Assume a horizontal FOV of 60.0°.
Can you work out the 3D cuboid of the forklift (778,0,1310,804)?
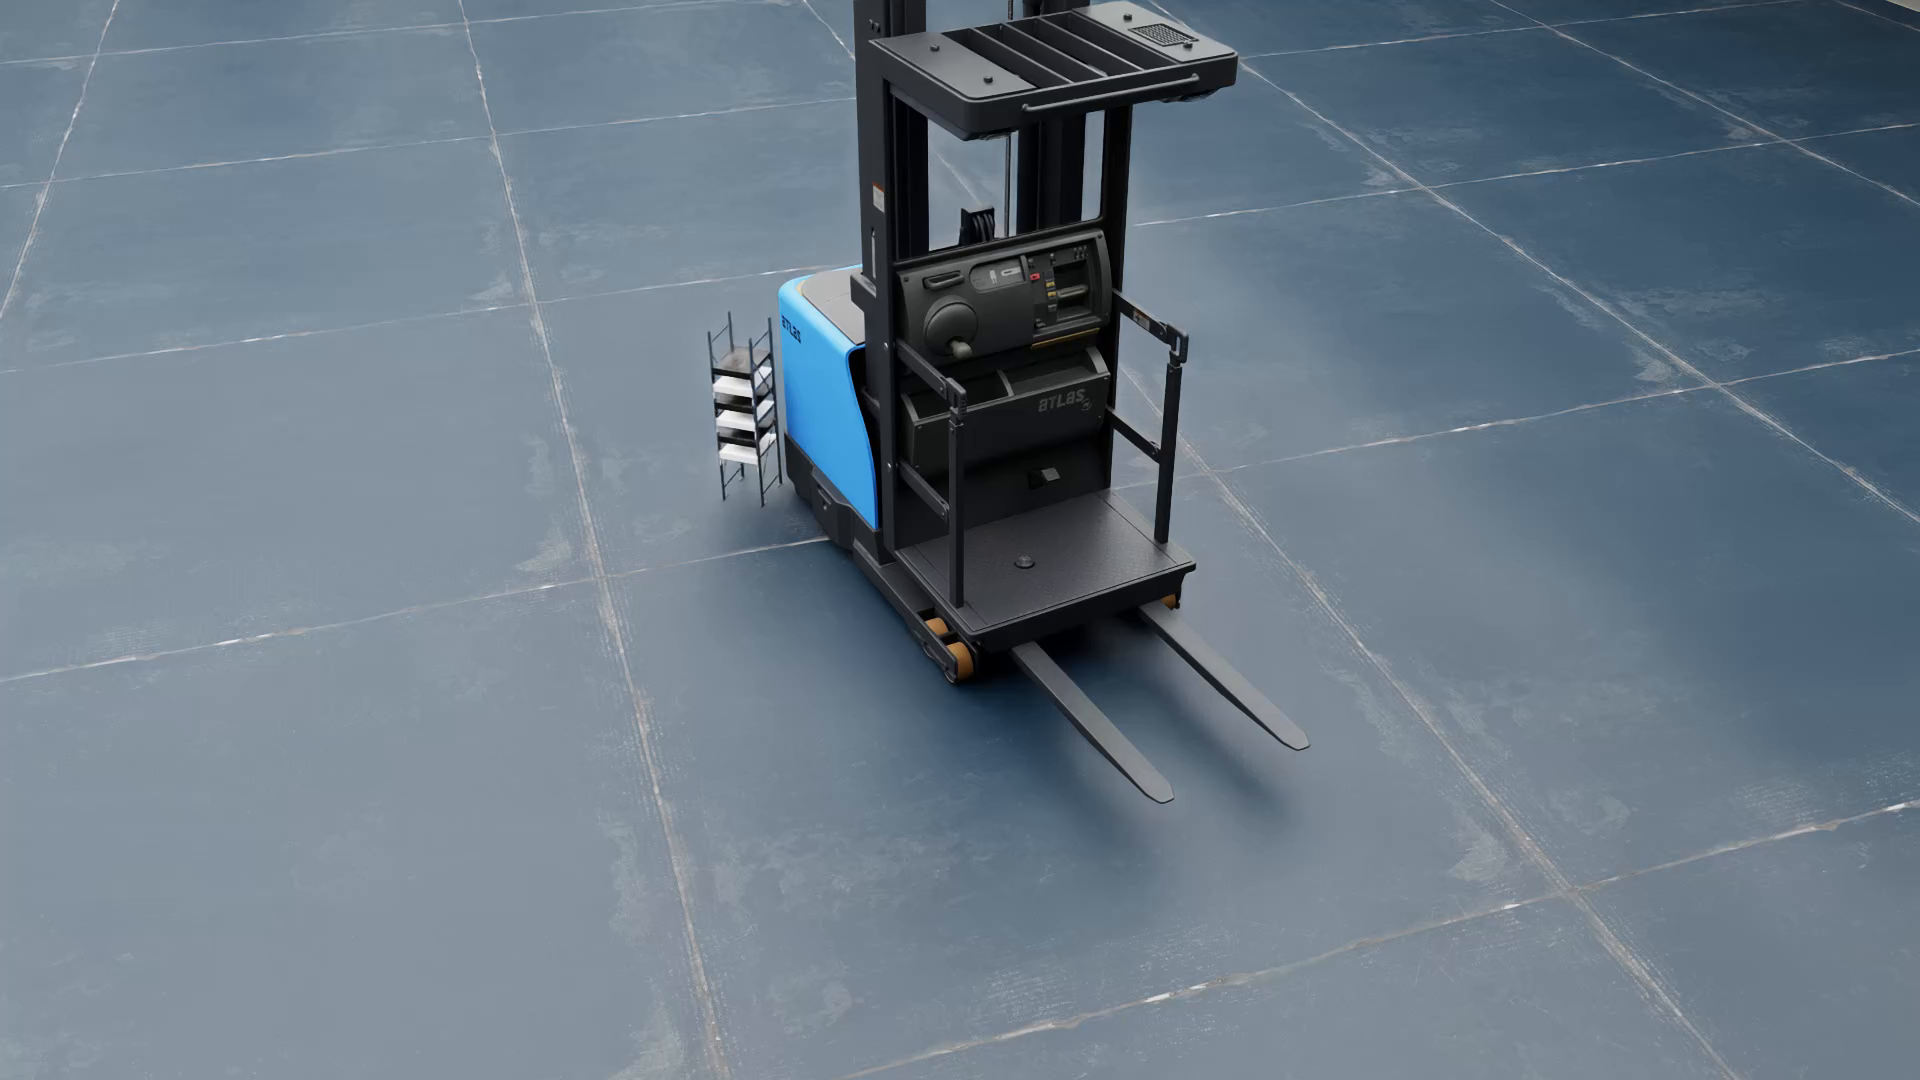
[{"bbox_3d":[0.295,-0.920,6.484,1.130,2.935,3.031,-17,37,-23],"label":"forklift"}]

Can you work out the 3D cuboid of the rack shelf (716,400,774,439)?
[{"bbox_3d":[-1.011,-0.585,7.879,0.200,0.077,0.258,10,35,15],"label":"rack shelf"}]

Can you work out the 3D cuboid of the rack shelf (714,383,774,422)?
[{"bbox_3d":[-1.011,-0.660,7.830,0.200,0.077,0.258,10,35,15],"label":"rack shelf"}]

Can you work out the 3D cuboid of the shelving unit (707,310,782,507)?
[{"bbox_3d":[-1.011,-0.613,7.861,0.210,0.900,0.258,10,35,15],"label":"shelving unit"}]

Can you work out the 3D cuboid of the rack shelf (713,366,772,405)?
[{"bbox_3d":[-1.011,-0.735,7.780,0.200,0.077,0.258,10,35,15],"label":"rack shelf"}]

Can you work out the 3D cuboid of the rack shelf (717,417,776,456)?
[{"bbox_3d":[-1.011,-0.510,7.929,0.200,0.077,0.258,10,35,15],"label":"rack shelf"}]

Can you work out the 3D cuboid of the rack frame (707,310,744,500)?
[{"bbox_3d":[-1.107,-0.630,7.887,0.006,0.900,0.240,10,35,15],"label":"rack frame"}]

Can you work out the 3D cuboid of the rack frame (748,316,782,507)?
[{"bbox_3d":[-0.914,-0.595,7.834,0.006,0.900,0.240,10,35,15],"label":"rack frame"}]

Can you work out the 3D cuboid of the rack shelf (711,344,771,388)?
[{"bbox_3d":[-1.011,-0.810,7.730,0.200,0.077,0.258,10,35,15],"label":"rack shelf"}]

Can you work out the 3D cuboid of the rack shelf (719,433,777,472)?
[{"bbox_3d":[-1.011,-0.435,7.978,0.200,0.077,0.258,10,35,15],"label":"rack shelf"}]
